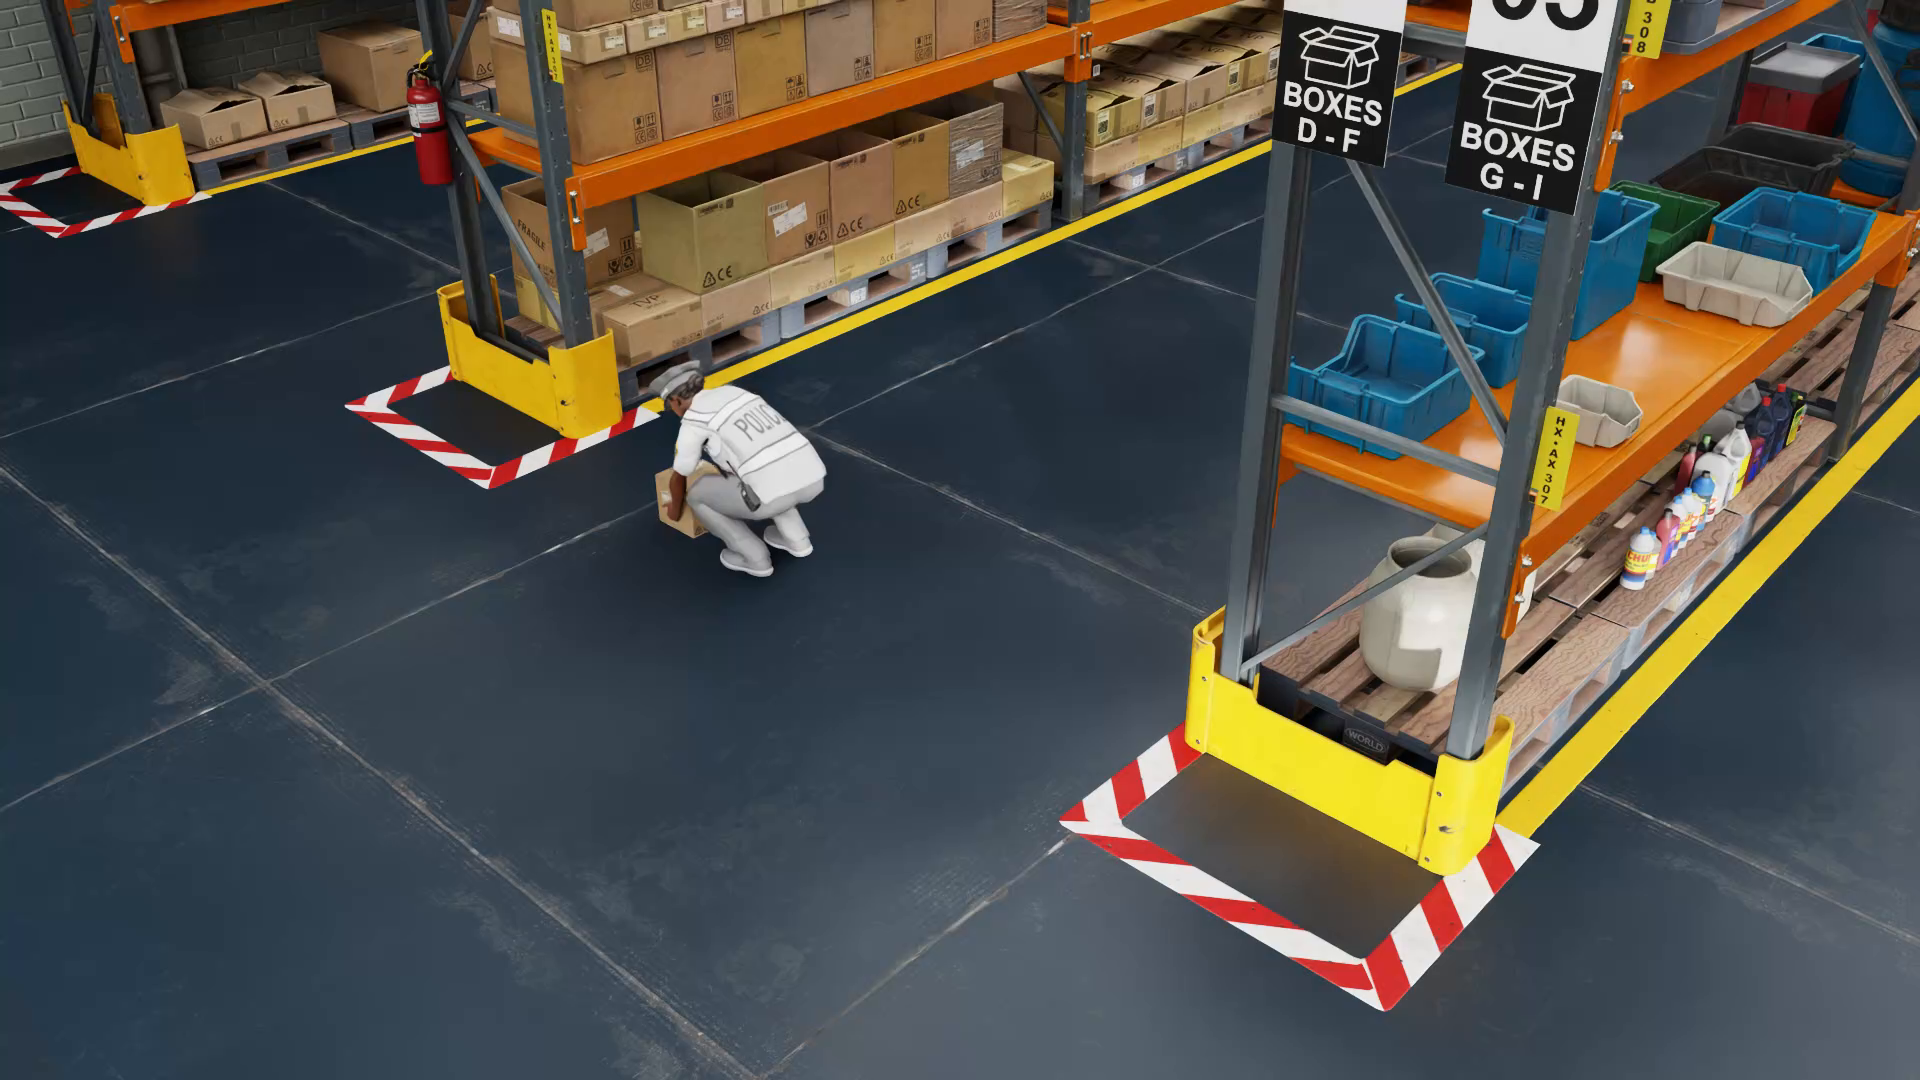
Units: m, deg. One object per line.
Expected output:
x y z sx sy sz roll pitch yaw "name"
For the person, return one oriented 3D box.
-0.995 -0.338 7.451 0.867 0.874 0.481 25 40 35 "person"
